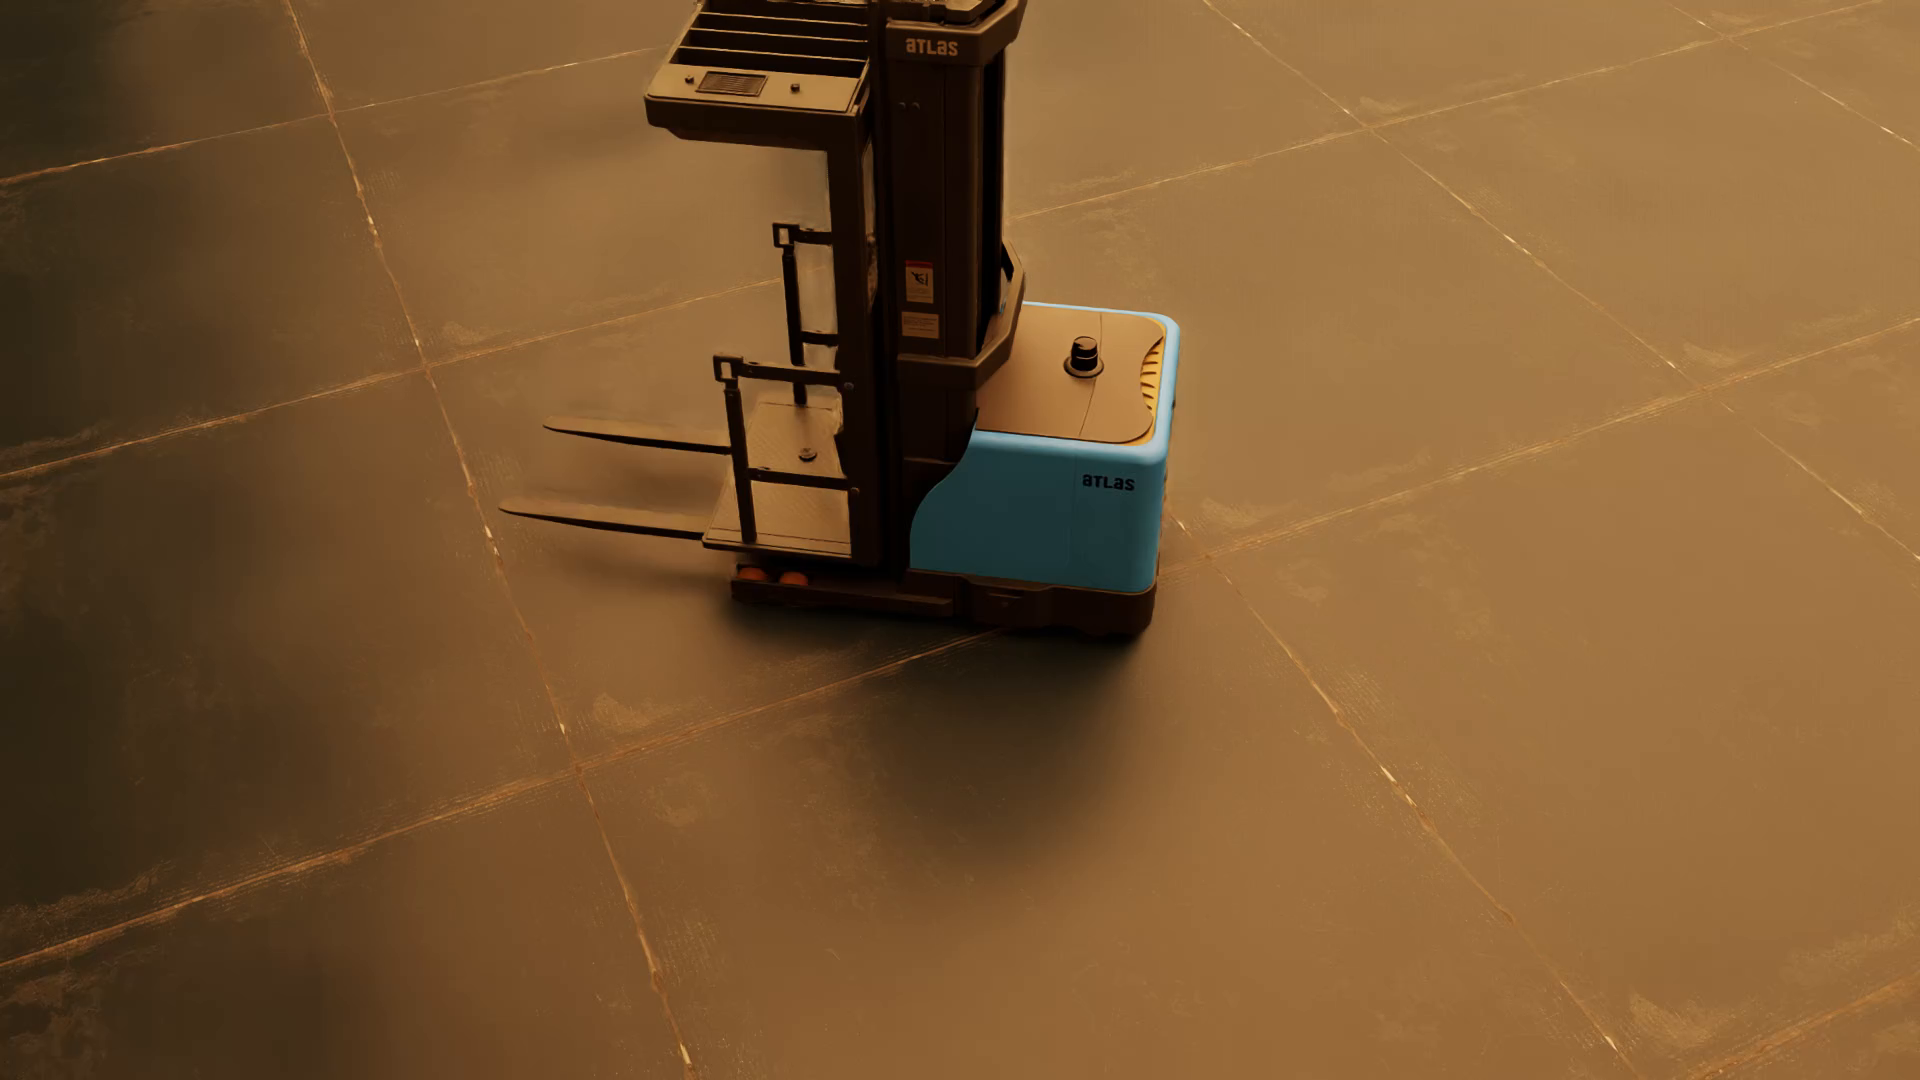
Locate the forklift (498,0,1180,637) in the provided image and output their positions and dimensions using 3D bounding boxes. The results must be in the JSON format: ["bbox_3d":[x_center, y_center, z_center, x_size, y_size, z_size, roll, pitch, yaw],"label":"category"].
[{"bbox_3d":[-0.584,-1.115,6.875,3.031,2.935,1.130,6,43,7],"label":"forklift"}]
